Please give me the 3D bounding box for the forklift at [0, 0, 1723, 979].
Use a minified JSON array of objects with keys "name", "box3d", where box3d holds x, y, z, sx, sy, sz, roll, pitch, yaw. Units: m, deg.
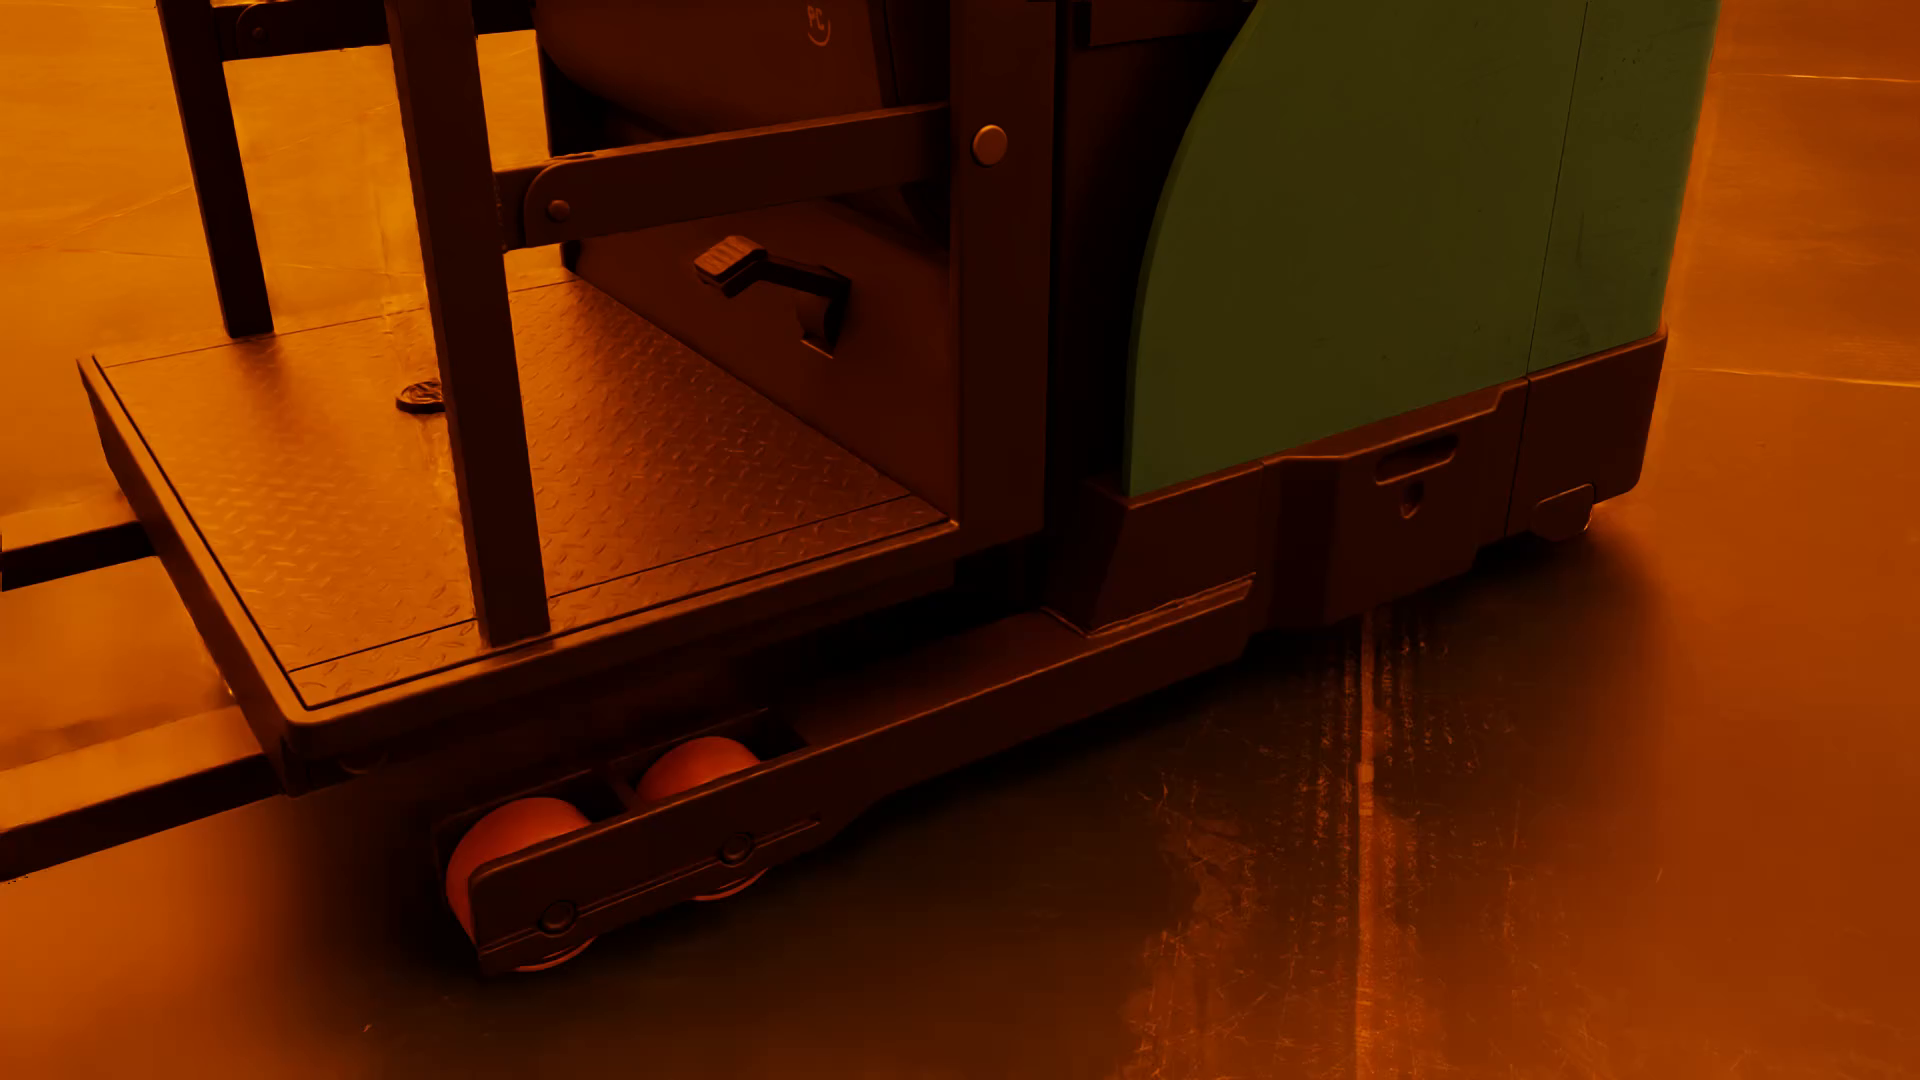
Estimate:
[{"name":"forklift","box3d":[-0.469,-1.153,1.531,3.031,2.935,1.130,-17,31,-30]}]
